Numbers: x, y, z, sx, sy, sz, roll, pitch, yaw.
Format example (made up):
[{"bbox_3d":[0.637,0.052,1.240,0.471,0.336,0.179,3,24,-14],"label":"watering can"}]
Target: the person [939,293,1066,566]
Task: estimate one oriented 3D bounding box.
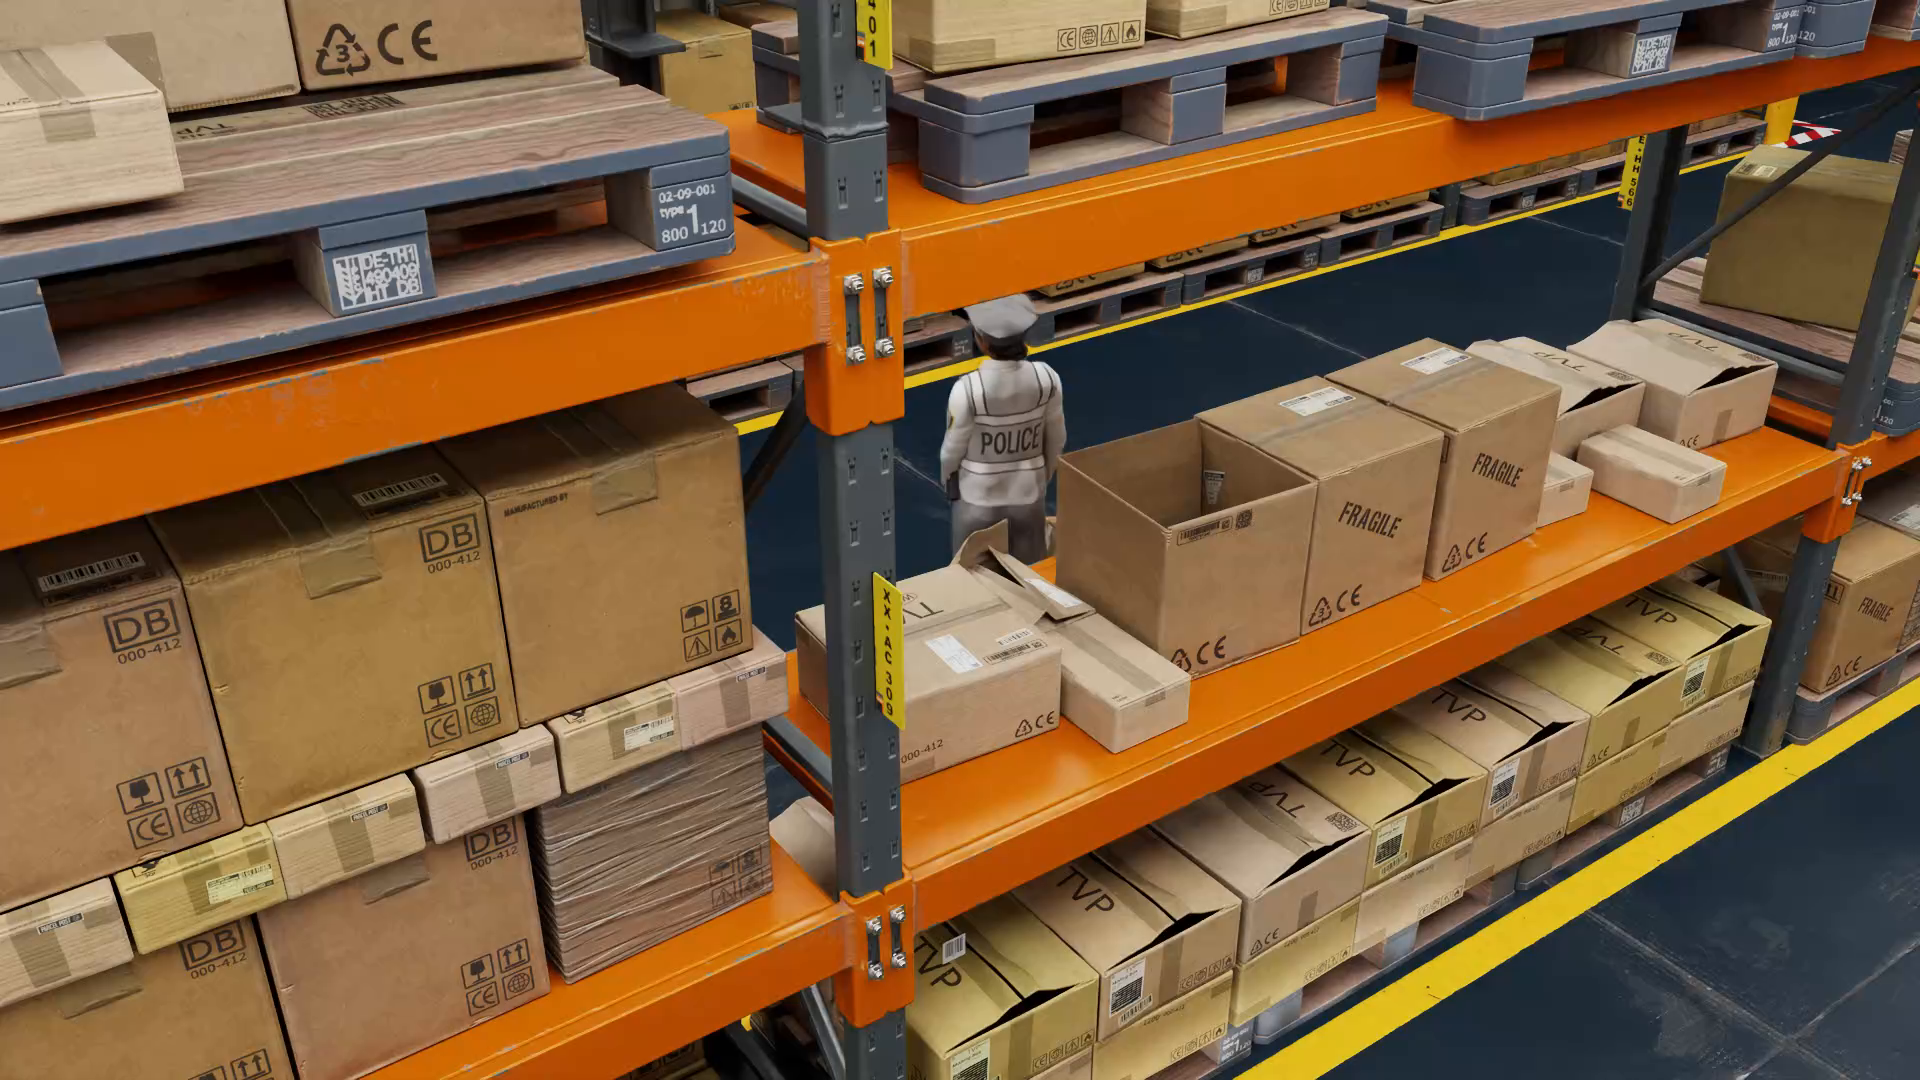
[{"bbox_3d":[0.165,-0.165,6.360,0.534,1.697,0.415,-10,30,-18],"label":"person"}]
